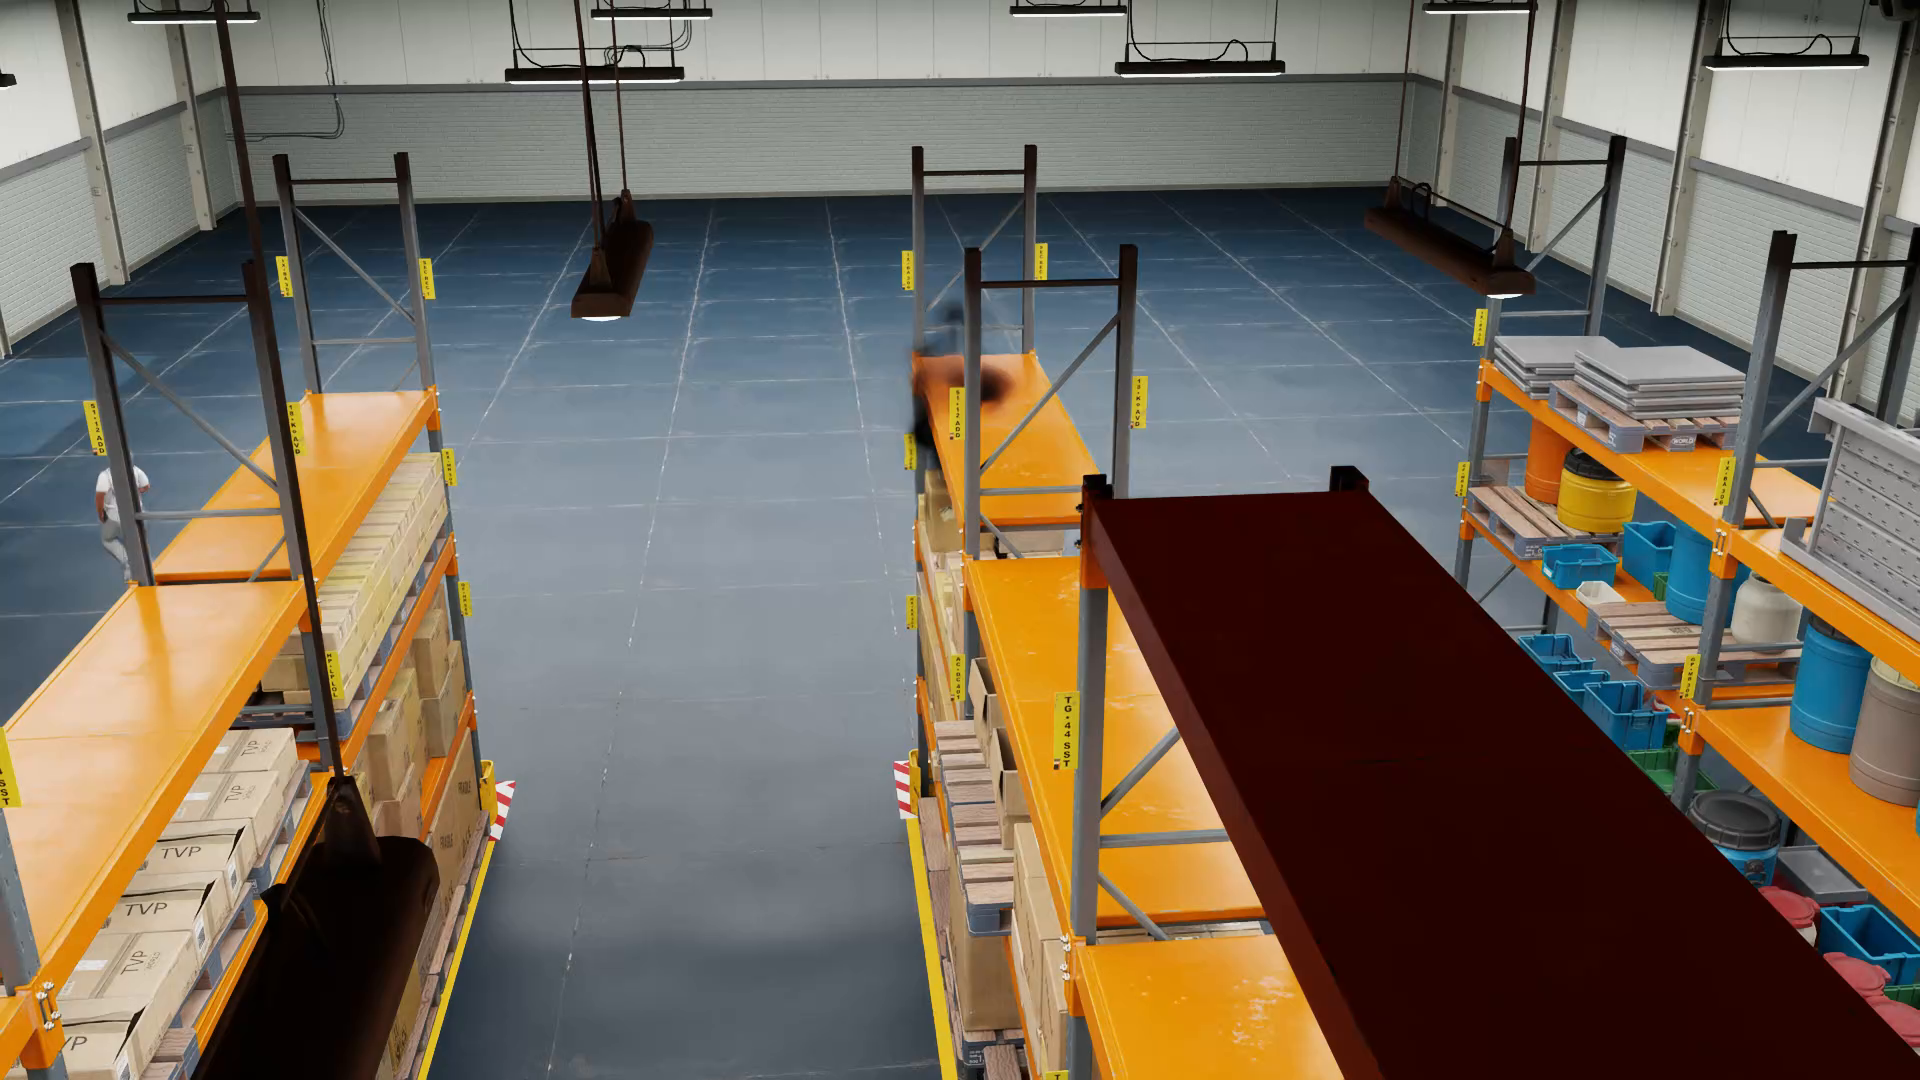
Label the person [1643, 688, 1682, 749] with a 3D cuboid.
[{"bbox_3d":[6.552,1.614,15.214,0.696,1.724,0.642,-1,22,-3],"label":"person"}]

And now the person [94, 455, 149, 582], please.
[{"bbox_3d":[-10.141,-0.331,20.097,0.578,1.754,0.716,16,27,35],"label":"person"}]
